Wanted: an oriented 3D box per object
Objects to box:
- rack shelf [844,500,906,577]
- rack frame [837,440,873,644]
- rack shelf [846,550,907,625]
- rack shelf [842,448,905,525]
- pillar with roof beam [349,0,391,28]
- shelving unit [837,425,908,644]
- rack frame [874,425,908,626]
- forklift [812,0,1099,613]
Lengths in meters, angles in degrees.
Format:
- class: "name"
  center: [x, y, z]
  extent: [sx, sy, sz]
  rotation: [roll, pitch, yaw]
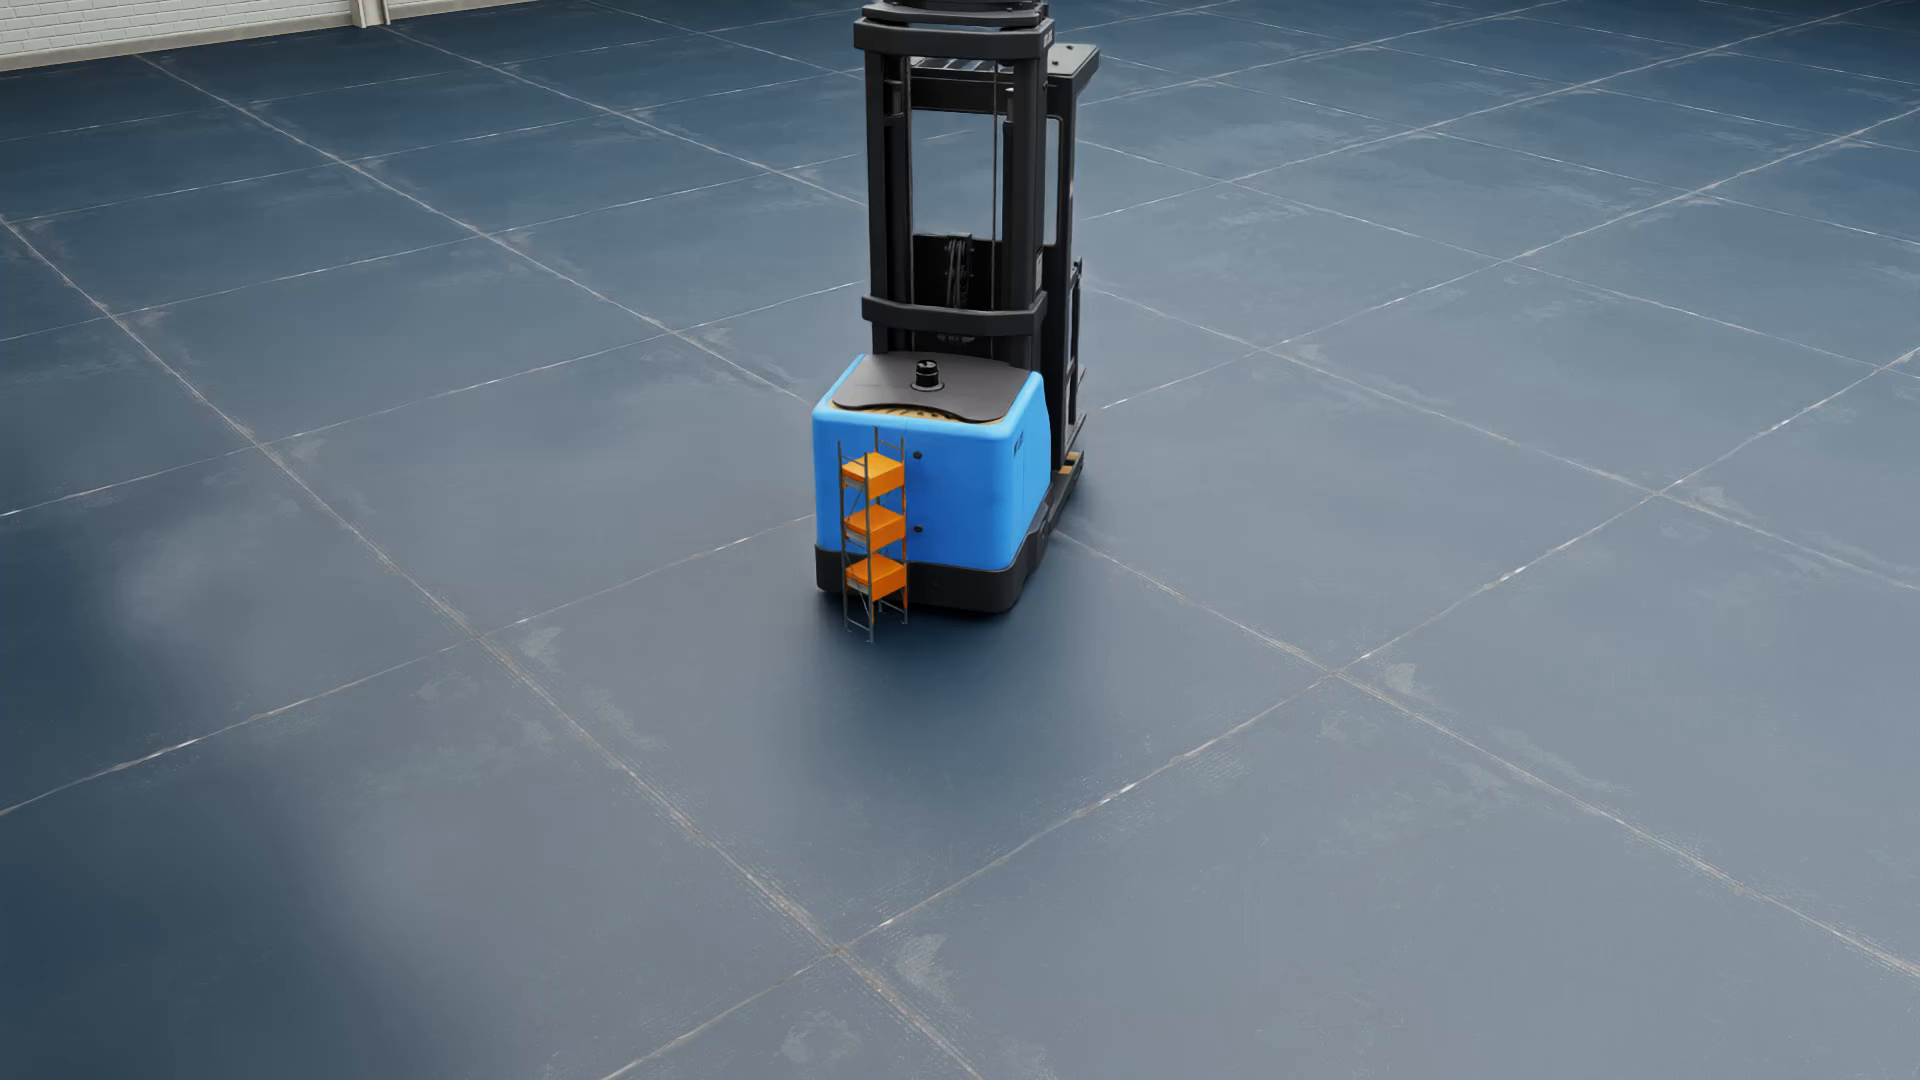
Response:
- class: "rack shelf"
  center: [-0.424, -0.009, 8.176]
  extent: [0.215, 0.259, 0.240]
  rotation: [24, 36, 37]
- class: "rack frame"
  center: [-0.508, 0.023, 8.093]
  extent: [0.200, 1.050, 0.008]
  rotation: [24, 36, 37]
- class: "rack shelf"
  center: [-0.424, 0.236, 8.307]
  extent: [0.215, 0.259, 0.240]
  rotation: [24, 36, 37]
- class: "rack shelf"
  center: [-0.424, -0.260, 8.042]
  extent: [0.215, 0.259, 0.240]
  rotation: [24, 36, 37]
- class: "pillar with roof beam"
  center: [-5.004, -9.263, 17.036]
  extent: [0.400, 9.000, 9.100]
  rotation: [-22, 35, -35]
- class: "shelving unit"
  center: [-0.424, -0.019, 8.171]
  extent: [0.215, 1.050, 0.252]
  rotation: [24, 36, 37]
- class: "rack frame"
  center: [-0.341, -0.061, 8.249]
  extent: [0.200, 1.050, 0.008]
  rotation: [24, 36, 37]
- class: "forklift"
  center: [0.115, -1.602, 9.138]
  extent: [1.130, 2.935, 3.031]
  rotation: [7, 29, 13]
